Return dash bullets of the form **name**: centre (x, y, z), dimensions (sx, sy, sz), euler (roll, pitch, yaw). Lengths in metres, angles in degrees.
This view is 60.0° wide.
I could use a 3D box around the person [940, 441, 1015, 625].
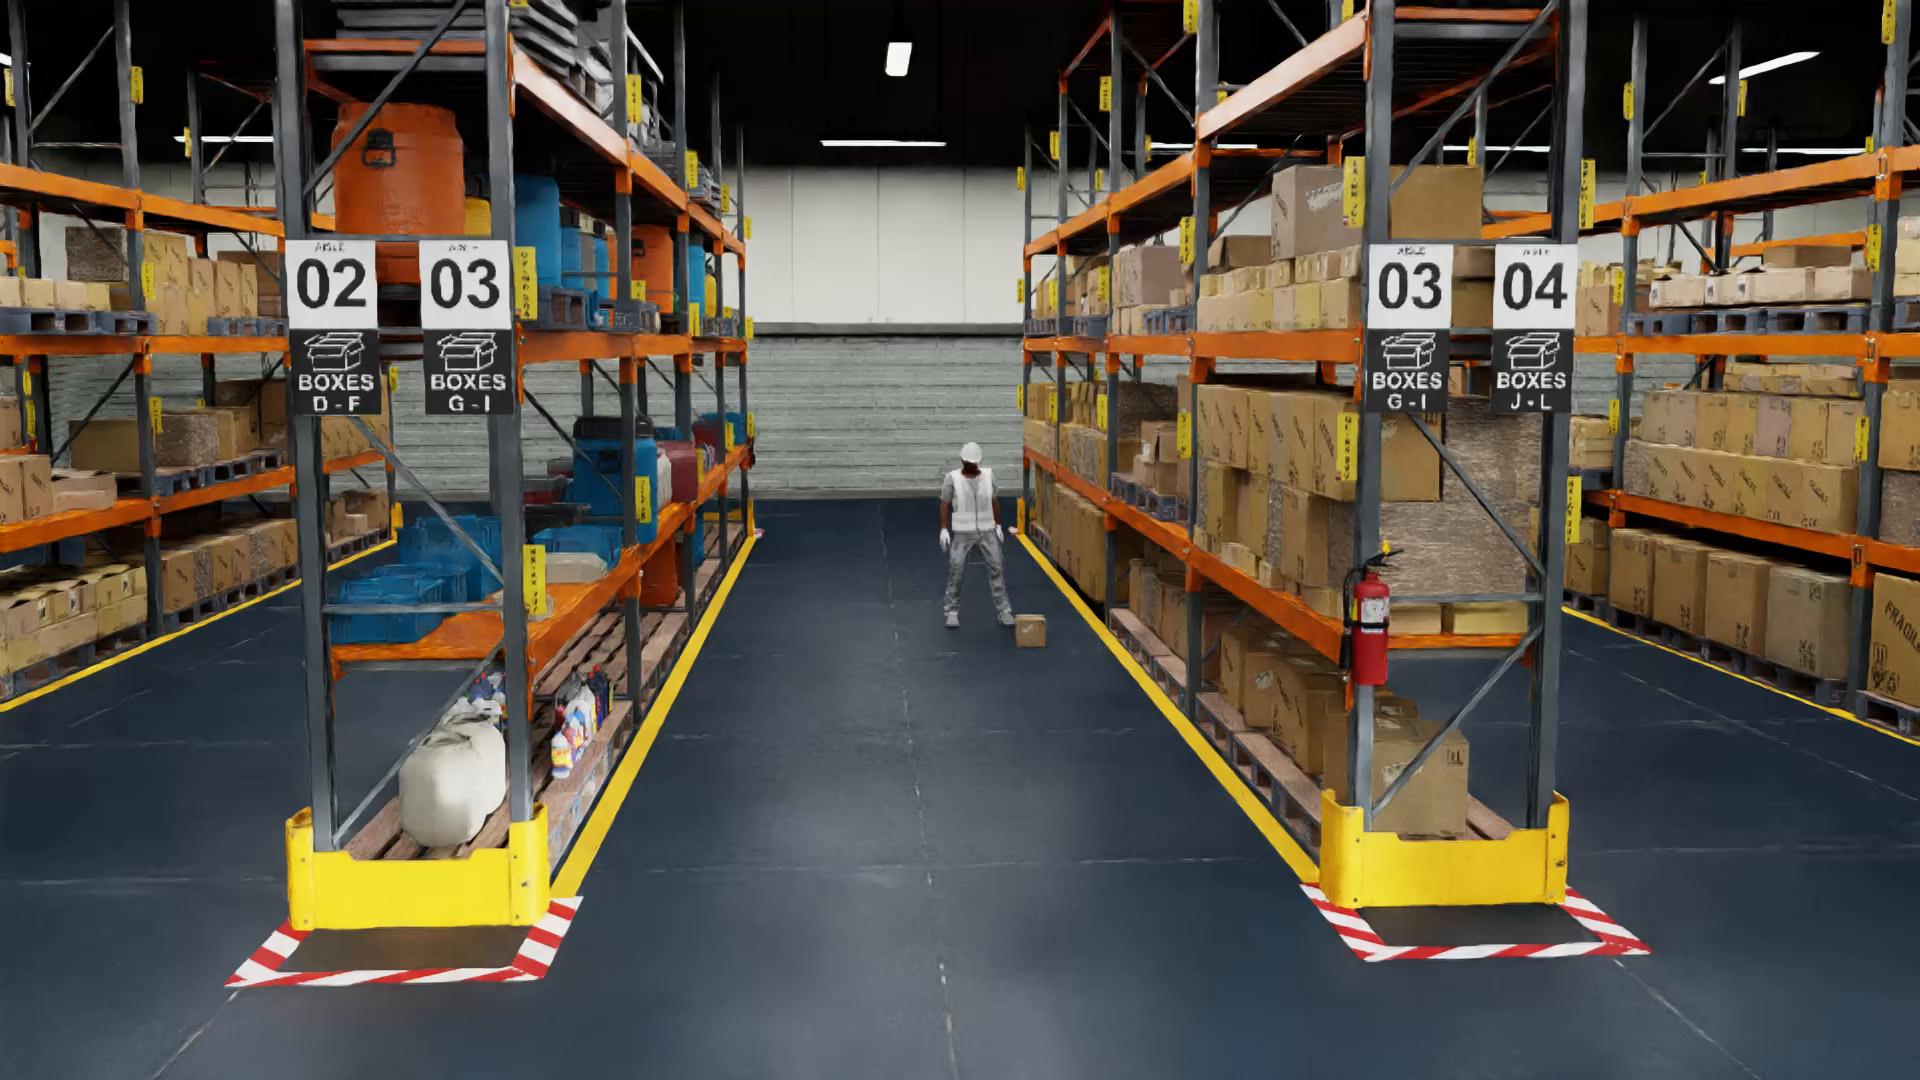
- **person**: centre (0.175, -0.065, 16.036), dimensions (0.724, 1.774, 0.471), euler (-2, 7, -14)
